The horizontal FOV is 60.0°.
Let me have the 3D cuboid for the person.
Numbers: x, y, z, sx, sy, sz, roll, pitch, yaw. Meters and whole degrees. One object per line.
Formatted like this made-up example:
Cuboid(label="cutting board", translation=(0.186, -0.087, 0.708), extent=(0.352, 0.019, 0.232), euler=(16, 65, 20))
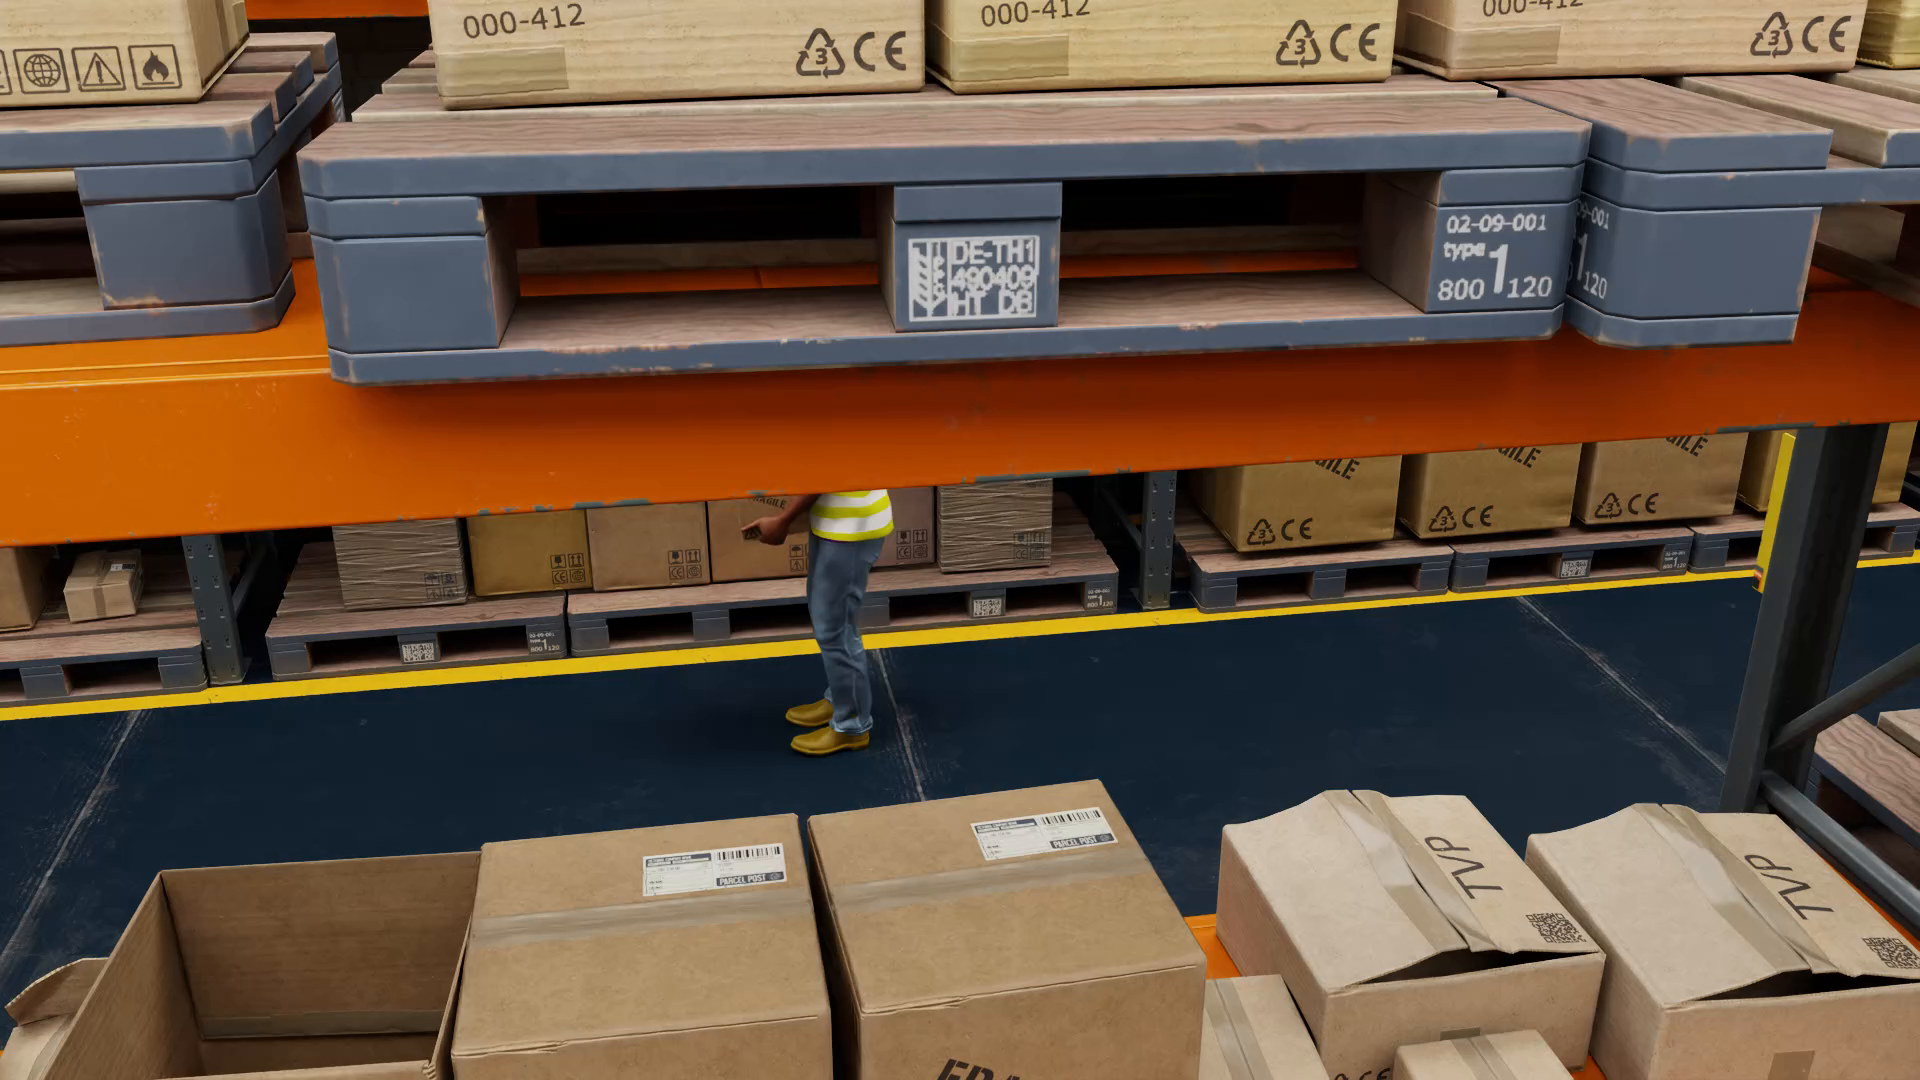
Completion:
Cuboid(label="person", translation=(-0.455, -0.049, 6.181), extent=(0.470, 1.766, 0.572), euler=(-5, 24, -11))
